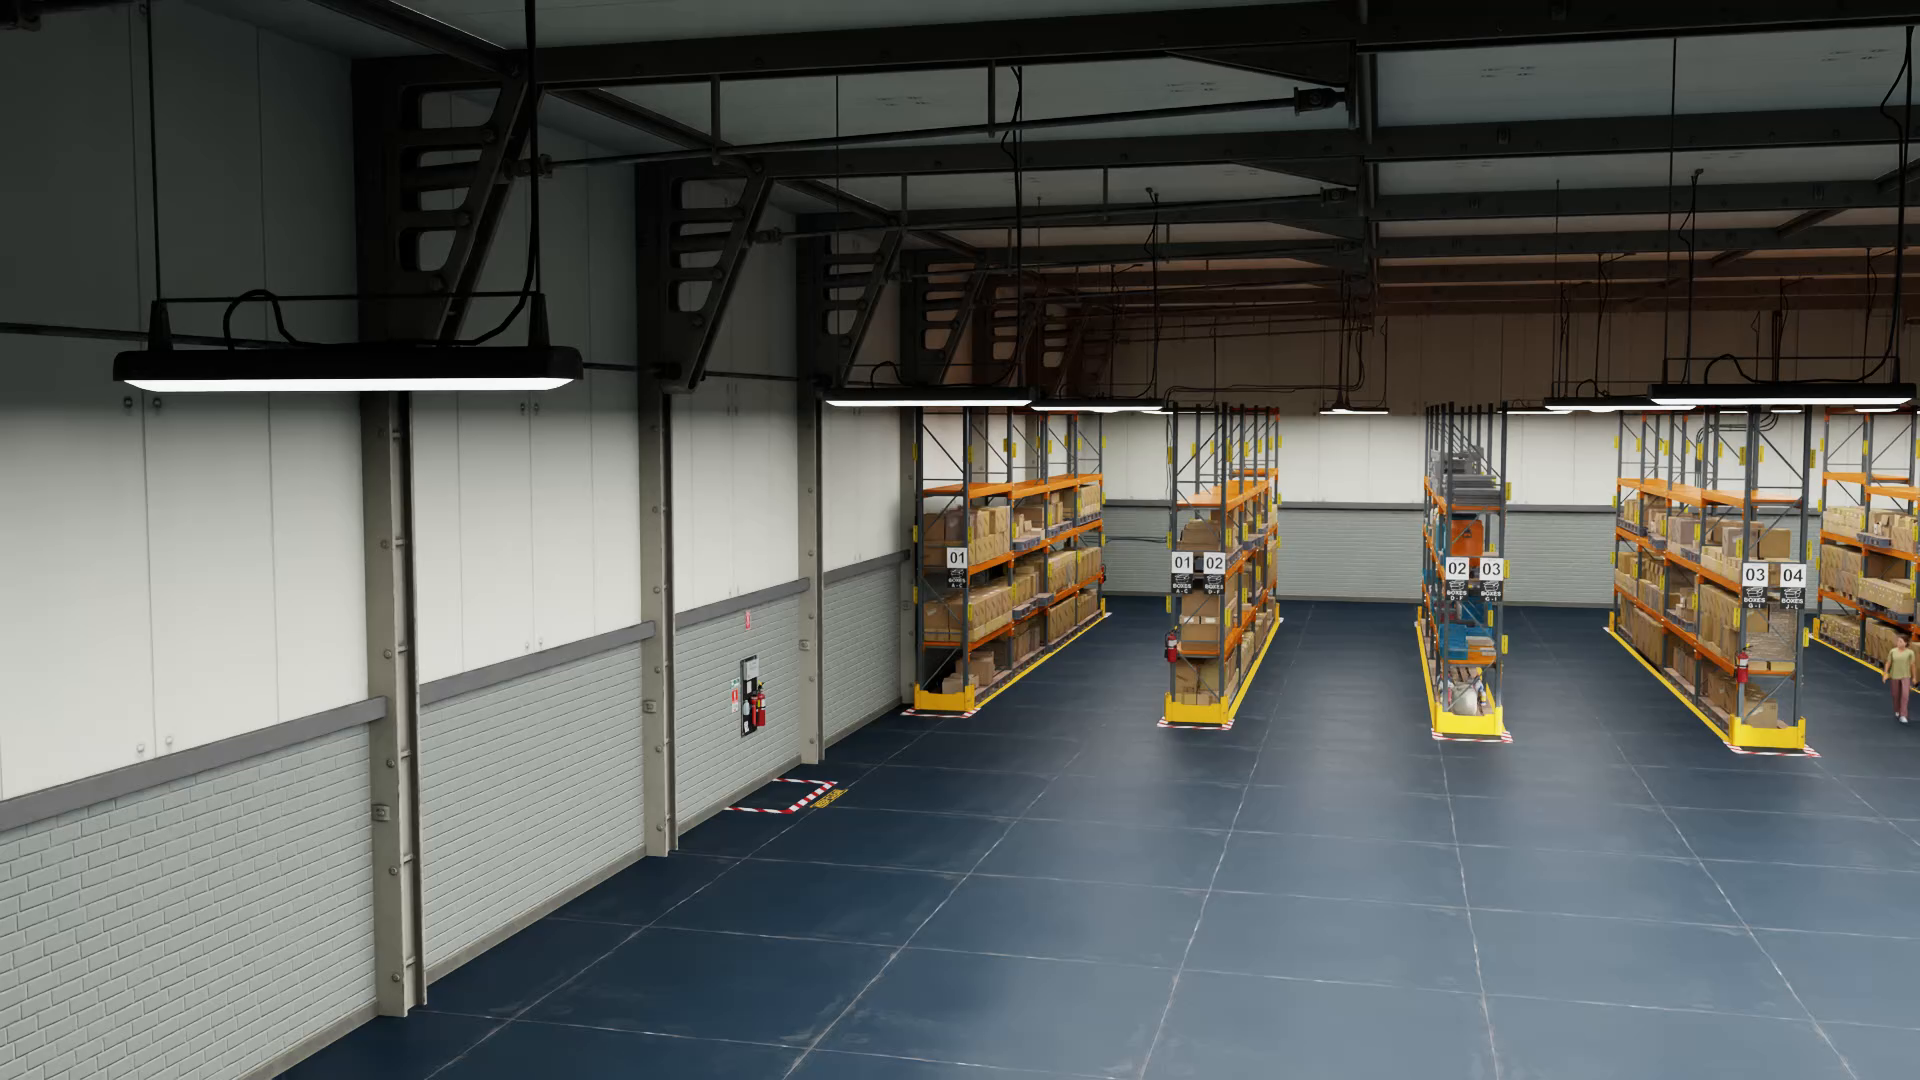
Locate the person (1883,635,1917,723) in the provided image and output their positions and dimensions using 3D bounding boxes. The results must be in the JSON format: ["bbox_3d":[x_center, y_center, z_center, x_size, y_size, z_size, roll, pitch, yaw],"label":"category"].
[{"bbox_3d":[17.665,2.583,31.265,0.539,1.602,1.038,3,5,35],"label":"person"}]
